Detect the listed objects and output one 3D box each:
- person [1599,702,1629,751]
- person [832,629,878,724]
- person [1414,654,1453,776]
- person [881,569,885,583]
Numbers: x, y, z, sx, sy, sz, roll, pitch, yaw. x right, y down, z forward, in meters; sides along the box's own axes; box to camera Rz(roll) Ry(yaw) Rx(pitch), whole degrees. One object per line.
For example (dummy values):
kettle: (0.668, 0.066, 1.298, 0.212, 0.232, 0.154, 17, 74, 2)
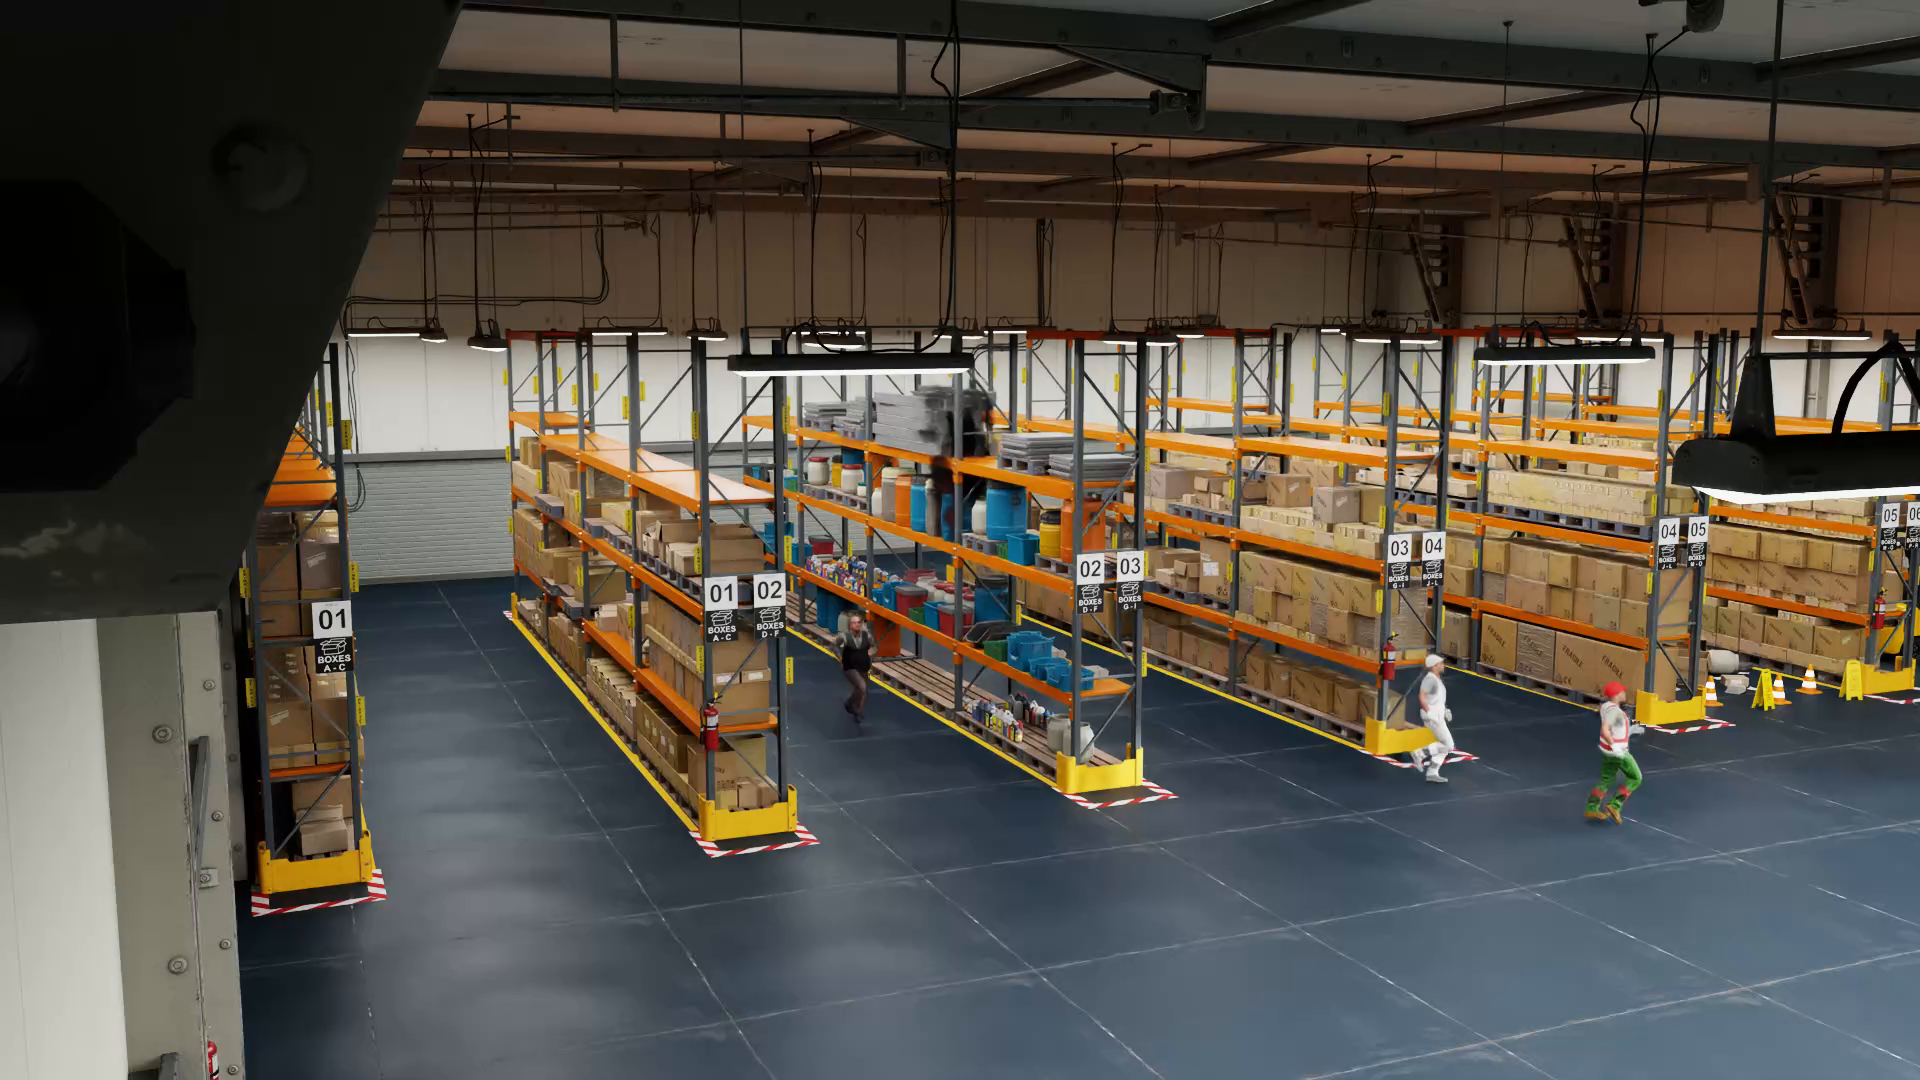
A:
person: (8.133, 2.302, 20.653, 0.321, 0.561, 0.410, 0, 8, 1)
person: (-1.551, 2.025, 25.212, 0.630, 1.393, 0.859, -4, 9, -27)
person: (6.479, 2.393, 22.642, 0.509, 1.663, 0.475, 3, 8, 20)
person: (7.809, 2.014, 26.091, 21.129, 1.579, 2.481, 3, 8, 22)
